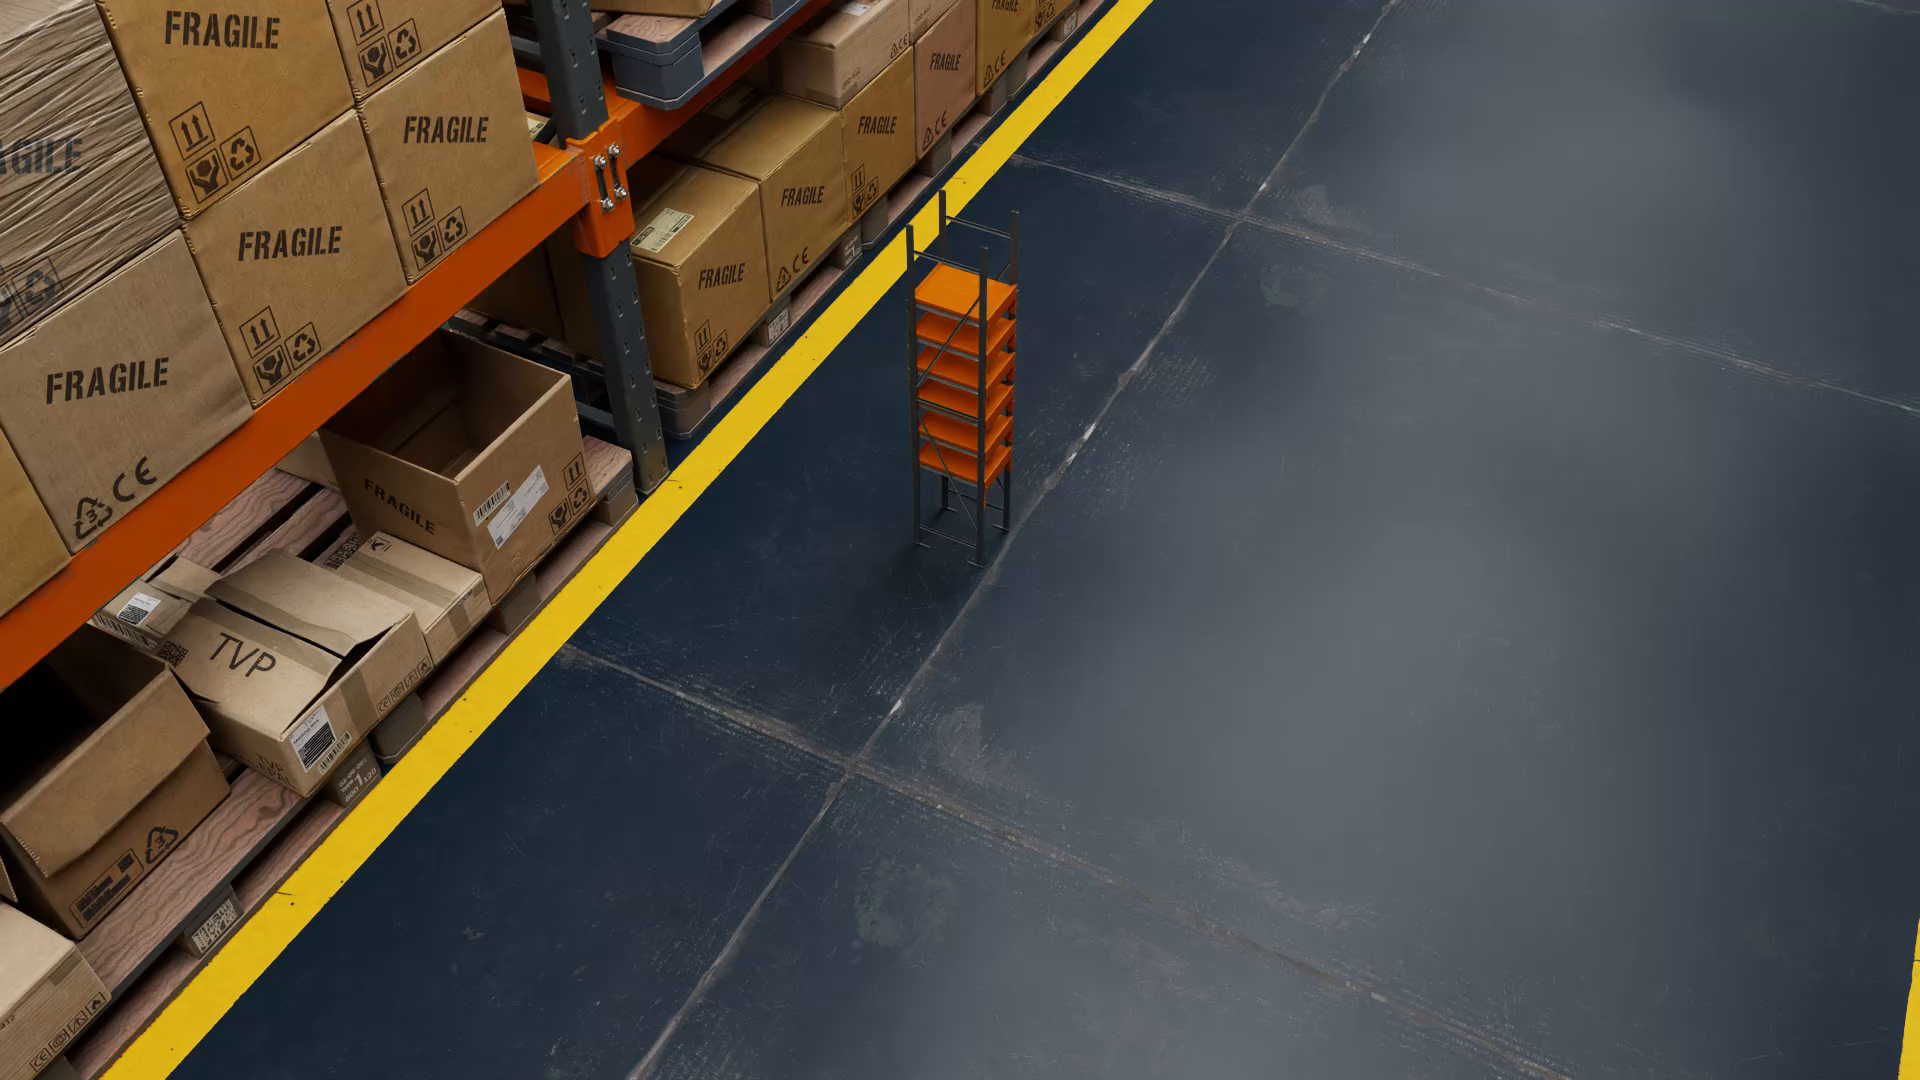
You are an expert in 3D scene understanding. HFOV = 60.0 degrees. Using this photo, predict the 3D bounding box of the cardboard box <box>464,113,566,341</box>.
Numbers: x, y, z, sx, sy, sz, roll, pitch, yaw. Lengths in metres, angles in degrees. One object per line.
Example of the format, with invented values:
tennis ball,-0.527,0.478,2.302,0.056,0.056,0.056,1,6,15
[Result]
cardboard box,-1.447,-1.077,5.654,0.500,0.500,0.500,20,49,19

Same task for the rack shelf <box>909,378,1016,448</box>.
rack shelf,0.007,-0.400,4.864,0.258,0.103,0.180,20,49,19

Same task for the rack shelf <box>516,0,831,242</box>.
rack shelf,-0.494,-2.403,6.021,1.077,0.370,4.000,20,49,19

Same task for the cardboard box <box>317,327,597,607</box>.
cardboard box,-1.436,-0.219,4.806,0.500,0.500,0.500,20,49,19

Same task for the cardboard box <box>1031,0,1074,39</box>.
cardboard box,0.208,-2.525,7.084,0.500,0.500,0.500,22,49,21

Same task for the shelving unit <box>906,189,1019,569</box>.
shelving unit,0.007,-0.431,4.832,0.258,1.200,0.189,20,49,19

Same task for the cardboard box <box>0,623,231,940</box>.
cardboard box,-2.290,0.513,4.080,0.797,0.503,0.637,20,49,19

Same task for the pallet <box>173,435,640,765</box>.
pallet,-1.742,0.017,5.085,1.003,0.211,1.213,20,49,19

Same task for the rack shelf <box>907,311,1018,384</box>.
rack shelf,0.007,-0.568,4.693,0.258,0.103,0.180,20,49,19

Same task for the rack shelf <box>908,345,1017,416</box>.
rack shelf,0.007,-0.484,4.779,0.258,0.103,0.180,20,49,19

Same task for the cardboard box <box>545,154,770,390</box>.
cardboard box,-0.982,-0.896,5.475,0.500,0.500,0.500,18,48,17

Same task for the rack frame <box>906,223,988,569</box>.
rack frame,-0.036,-0.373,4.775,0.240,1.200,0.006,20,49,19

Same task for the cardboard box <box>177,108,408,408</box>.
cardboard box,-1.665,-0.706,3.768,0.500,0.500,0.500,22,49,20

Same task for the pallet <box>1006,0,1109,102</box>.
pallet,0.054,-2.477,7.550,1.003,0.211,1.213,20,49,19

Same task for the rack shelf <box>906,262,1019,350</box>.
rack shelf,0.007,-0.653,4.608,0.258,0.103,0.180,20,49,19

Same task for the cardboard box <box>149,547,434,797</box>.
cardboard box,-1.784,0.320,4.406,0.500,0.311,0.500,20,49,19

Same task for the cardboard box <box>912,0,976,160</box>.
cardboard box,-0.271,-1.866,6.434,0.500,0.500,0.500,19,48,18

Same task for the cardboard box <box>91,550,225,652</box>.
cardboard box,-2.202,0.187,4.639,0.380,0.166,0.250,20,49,19

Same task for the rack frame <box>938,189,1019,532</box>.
rack frame,0.049,-0.489,4.889,0.240,1.200,0.006,20,49,19

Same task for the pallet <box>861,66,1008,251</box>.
pallet,-0.513,-1.712,6.793,1.003,0.211,1.213,20,49,19

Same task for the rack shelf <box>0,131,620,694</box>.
rack shelf,-2.351,0.117,3.531,1.077,0.370,4.000,20,49,19

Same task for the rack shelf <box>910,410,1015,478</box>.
rack shelf,0.007,-0.315,4.949,0.258,0.103,0.180,20,49,19

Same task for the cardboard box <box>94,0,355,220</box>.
cardboard box,-1.663,-1.054,3.410,0.500,0.500,0.500,20,49,18

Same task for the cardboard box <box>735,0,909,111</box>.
cardboard box,-0.518,-1.789,5.830,0.500,0.250,0.500,21,49,19

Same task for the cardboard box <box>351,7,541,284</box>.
cardboard box,-1.427,-1.031,4.090,0.500,0.500,0.500,21,49,20

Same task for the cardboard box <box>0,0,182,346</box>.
cardboard box,-1.897,-0.737,3.096,0.500,0.500,0.500,21,49,19

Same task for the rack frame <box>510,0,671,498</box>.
rack frame,-1.422,-1.396,4.520,1.000,3.000,0.127,20,49,19

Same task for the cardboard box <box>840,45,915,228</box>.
cardboard box,-0.506,-1.548,6.119,0.500,0.500,0.500,21,49,20

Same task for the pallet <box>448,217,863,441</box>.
pallet,-1.078,-0.940,6.031,1.003,0.211,1.213,20,49,19

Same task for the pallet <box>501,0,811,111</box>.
pallet,-0.955,-1.795,5.050,1.003,0.211,1.213,20,49,19

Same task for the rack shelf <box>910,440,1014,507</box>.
rack shelf,0.007,-0.231,5.035,0.258,0.103,0.180,20,49,19

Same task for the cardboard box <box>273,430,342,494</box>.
cardboard box,-1.809,-0.412,5.129,0.500,0.311,0.500,20,49,19

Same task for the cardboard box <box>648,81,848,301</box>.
cardboard box,-0.744,-1.235,5.810,0.500,0.500,0.500,21,49,20

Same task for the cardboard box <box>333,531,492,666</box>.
cardboard box,-1.557,0.161,4.677,0.380,0.149,0.250,20,49,19

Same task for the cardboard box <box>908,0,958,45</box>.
cardboard box,-0.285,-2.106,6.143,0.500,0.250,0.500,20,49,18

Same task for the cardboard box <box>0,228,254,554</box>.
cardboard box,-1.902,-0.381,3.448,0.500,0.500,0.500,22,49,20

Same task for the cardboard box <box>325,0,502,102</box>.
cardboard box,-1.428,-1.378,3.730,0.500,0.500,0.500,21,49,19

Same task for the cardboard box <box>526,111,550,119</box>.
cardboard box,-1.210,-1.386,5.959,0.500,0.500,0.500,21,49,19

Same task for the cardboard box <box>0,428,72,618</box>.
cardboard box,-2.136,-0.060,3.130,0.500,0.500,0.500,21,49,20

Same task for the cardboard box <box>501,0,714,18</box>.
cardboard box,-1.004,-1.803,4.557,0.700,0.500,0.500,6,46,6

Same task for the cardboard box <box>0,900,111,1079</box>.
cardboard box,-2.311,1.057,3.720,0.500,0.250,0.500,20,49,19

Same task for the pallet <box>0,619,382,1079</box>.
pallet,-2.307,0.789,4.322,1.003,0.211,1.213,20,49,19

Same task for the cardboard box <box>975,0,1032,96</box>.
cardboard box,-0.032,-2.199,6.762,0.500,0.500,0.500,19,48,18
